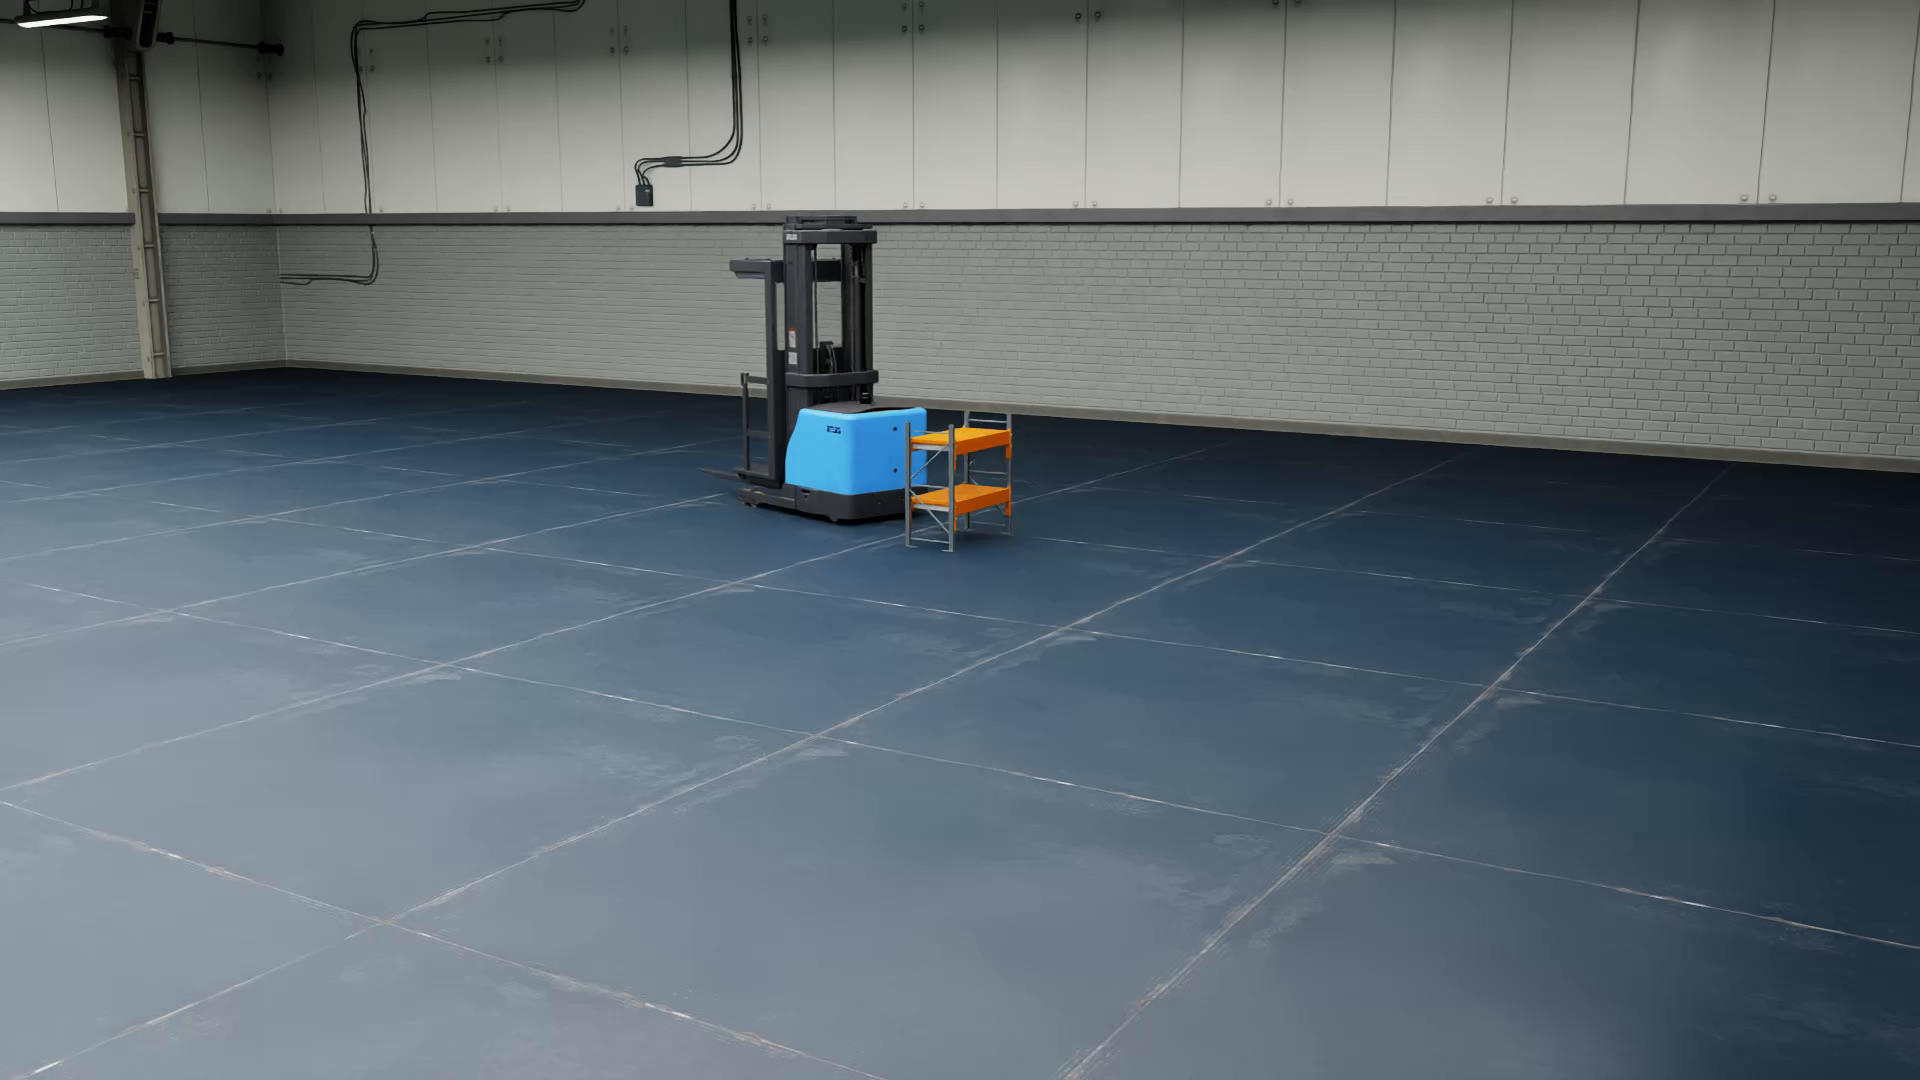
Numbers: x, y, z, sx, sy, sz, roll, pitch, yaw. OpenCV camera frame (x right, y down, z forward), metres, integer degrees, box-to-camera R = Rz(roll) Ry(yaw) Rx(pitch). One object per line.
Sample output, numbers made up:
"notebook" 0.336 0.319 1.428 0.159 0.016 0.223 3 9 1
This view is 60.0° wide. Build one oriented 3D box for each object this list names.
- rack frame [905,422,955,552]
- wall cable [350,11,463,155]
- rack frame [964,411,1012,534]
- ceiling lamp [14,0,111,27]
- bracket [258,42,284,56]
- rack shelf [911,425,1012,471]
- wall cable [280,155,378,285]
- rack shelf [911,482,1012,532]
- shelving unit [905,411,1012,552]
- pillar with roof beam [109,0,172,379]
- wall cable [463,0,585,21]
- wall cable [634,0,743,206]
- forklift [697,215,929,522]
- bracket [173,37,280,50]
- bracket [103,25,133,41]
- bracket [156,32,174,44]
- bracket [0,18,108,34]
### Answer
"rack frame" -0.267 -0.472 14.714 0.500 1.125 0.032 6 12 31
"wall cable" -10.397 -8.567 31.269 3.097 2.526 0.112 6 12 31
"rack frame" 0.260 -0.632 15.568 0.500 1.125 0.032 6 12 31
"ceiling lamp" -13.316 -9.340 24.822 2.000 3.185 0.800 6 12 31
"bracket" -13.620 -9.705 32.856 0.235 0.232 0.430 6 12 31
"rack shelf" -0.003 -0.840 15.087 0.538 0.278 1.000 6 12 31
"wall cable" -12.709 -6.343 33.114 3.097 2.526 0.112 6 12 31
"rack shelf" -0.003 -0.312 15.186 0.538 0.278 1.000 6 12 31
"shelving unit" -0.003 -0.552 15.141 0.538 1.125 1.048 6 12 31
"pillar with roof beam" -11.690 -7.121 28.832 9.100 9.000 0.548 6 12 31
"wall cable" -7.752 -10.507 29.271 3.097 2.526 0.112 6 12 31
"wall cable" -4.604 -8.631 27.658 2.305 6.003 0.169 6 12 31
"forklift" -1.646 -1.830 17.060 1.130 2.935 3.031 -9 14 -40
"bracket" -13.926 -9.613 32.360 0.076 0.066 3.189 6 12 31
"bracket" -15.281 -9.202 30.168 0.235 0.232 0.430 6 12 31
"bracket" -14.850 -9.333 30.865 0.235 0.232 0.430 6 12 31
"bracket" -16.619 -8.797 28.003 0.076 0.066 4.783 6 12 31
